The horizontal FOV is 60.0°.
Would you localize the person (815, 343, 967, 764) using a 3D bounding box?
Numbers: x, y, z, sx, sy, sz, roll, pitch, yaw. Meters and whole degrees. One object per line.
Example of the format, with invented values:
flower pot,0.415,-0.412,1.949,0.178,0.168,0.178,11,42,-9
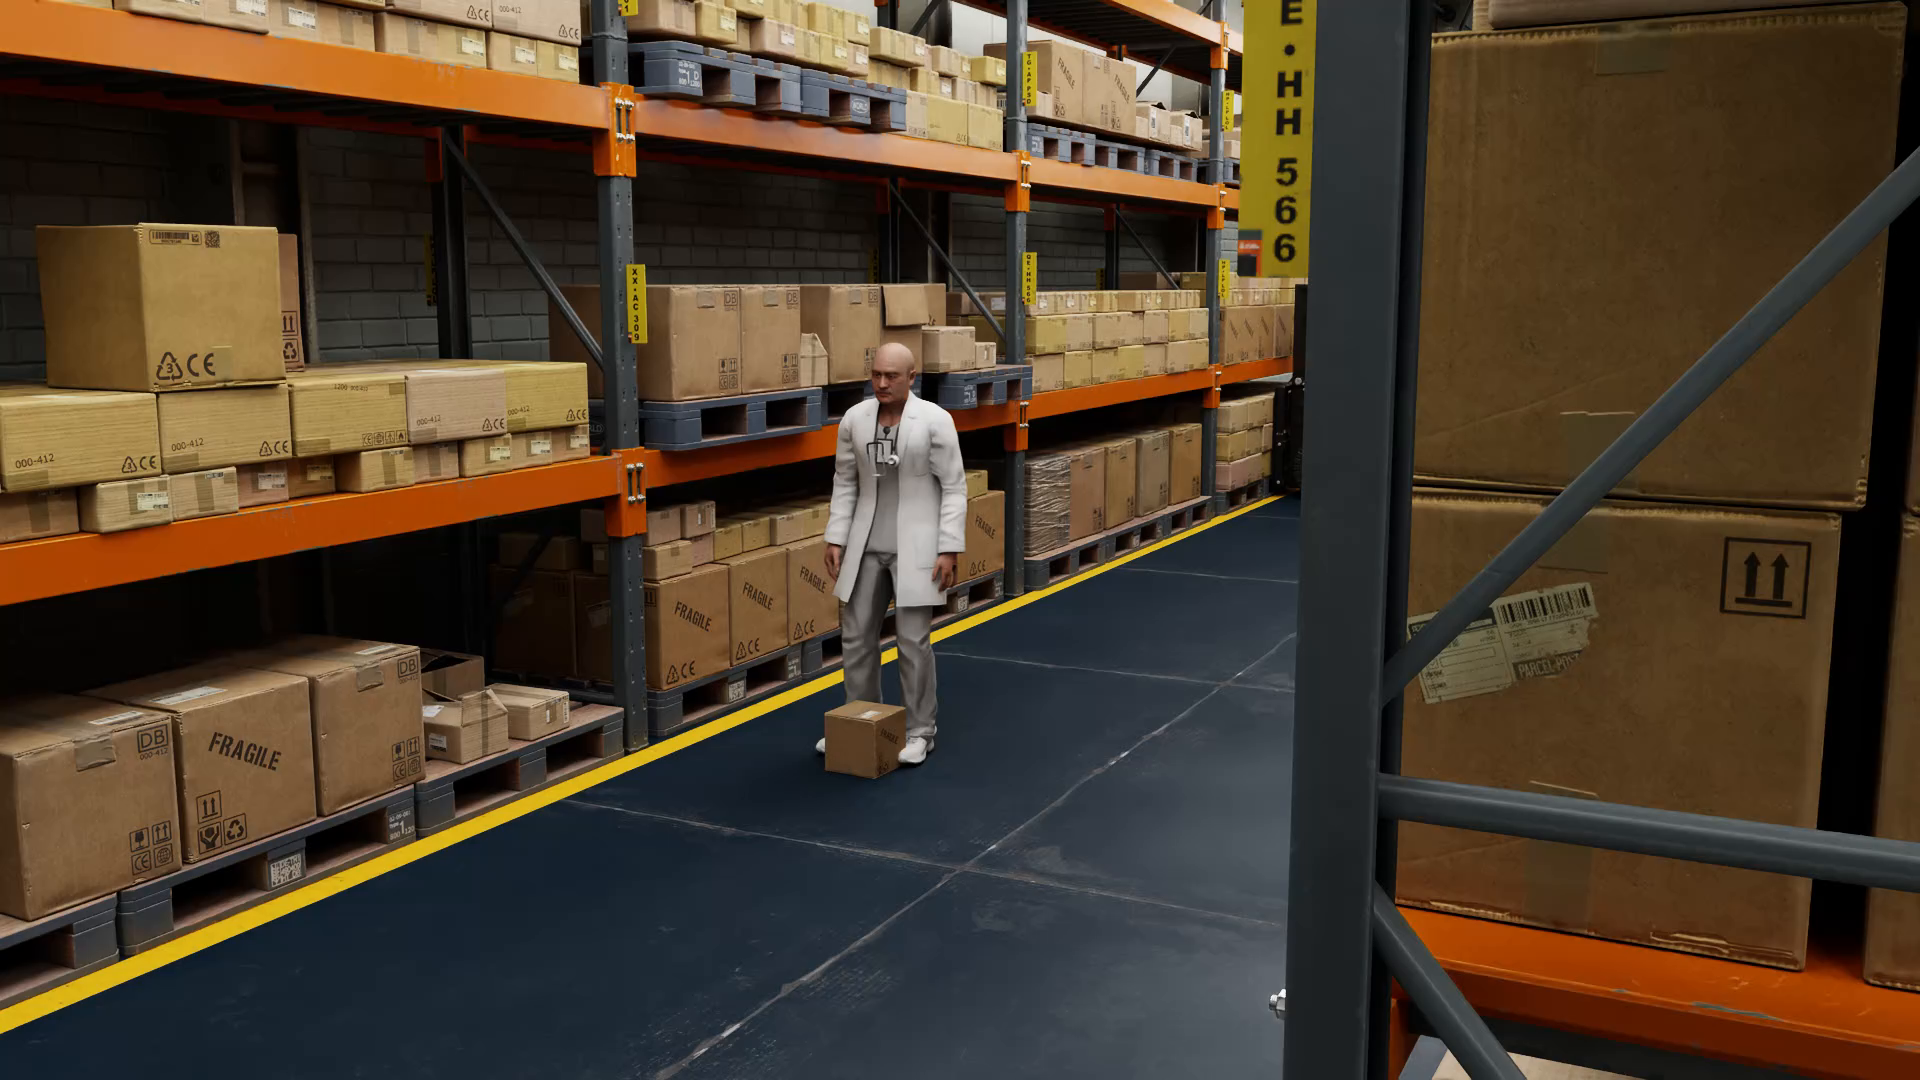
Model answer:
person,-0.280,0.050,7.091,0.654,1.774,0.421,4,10,23
